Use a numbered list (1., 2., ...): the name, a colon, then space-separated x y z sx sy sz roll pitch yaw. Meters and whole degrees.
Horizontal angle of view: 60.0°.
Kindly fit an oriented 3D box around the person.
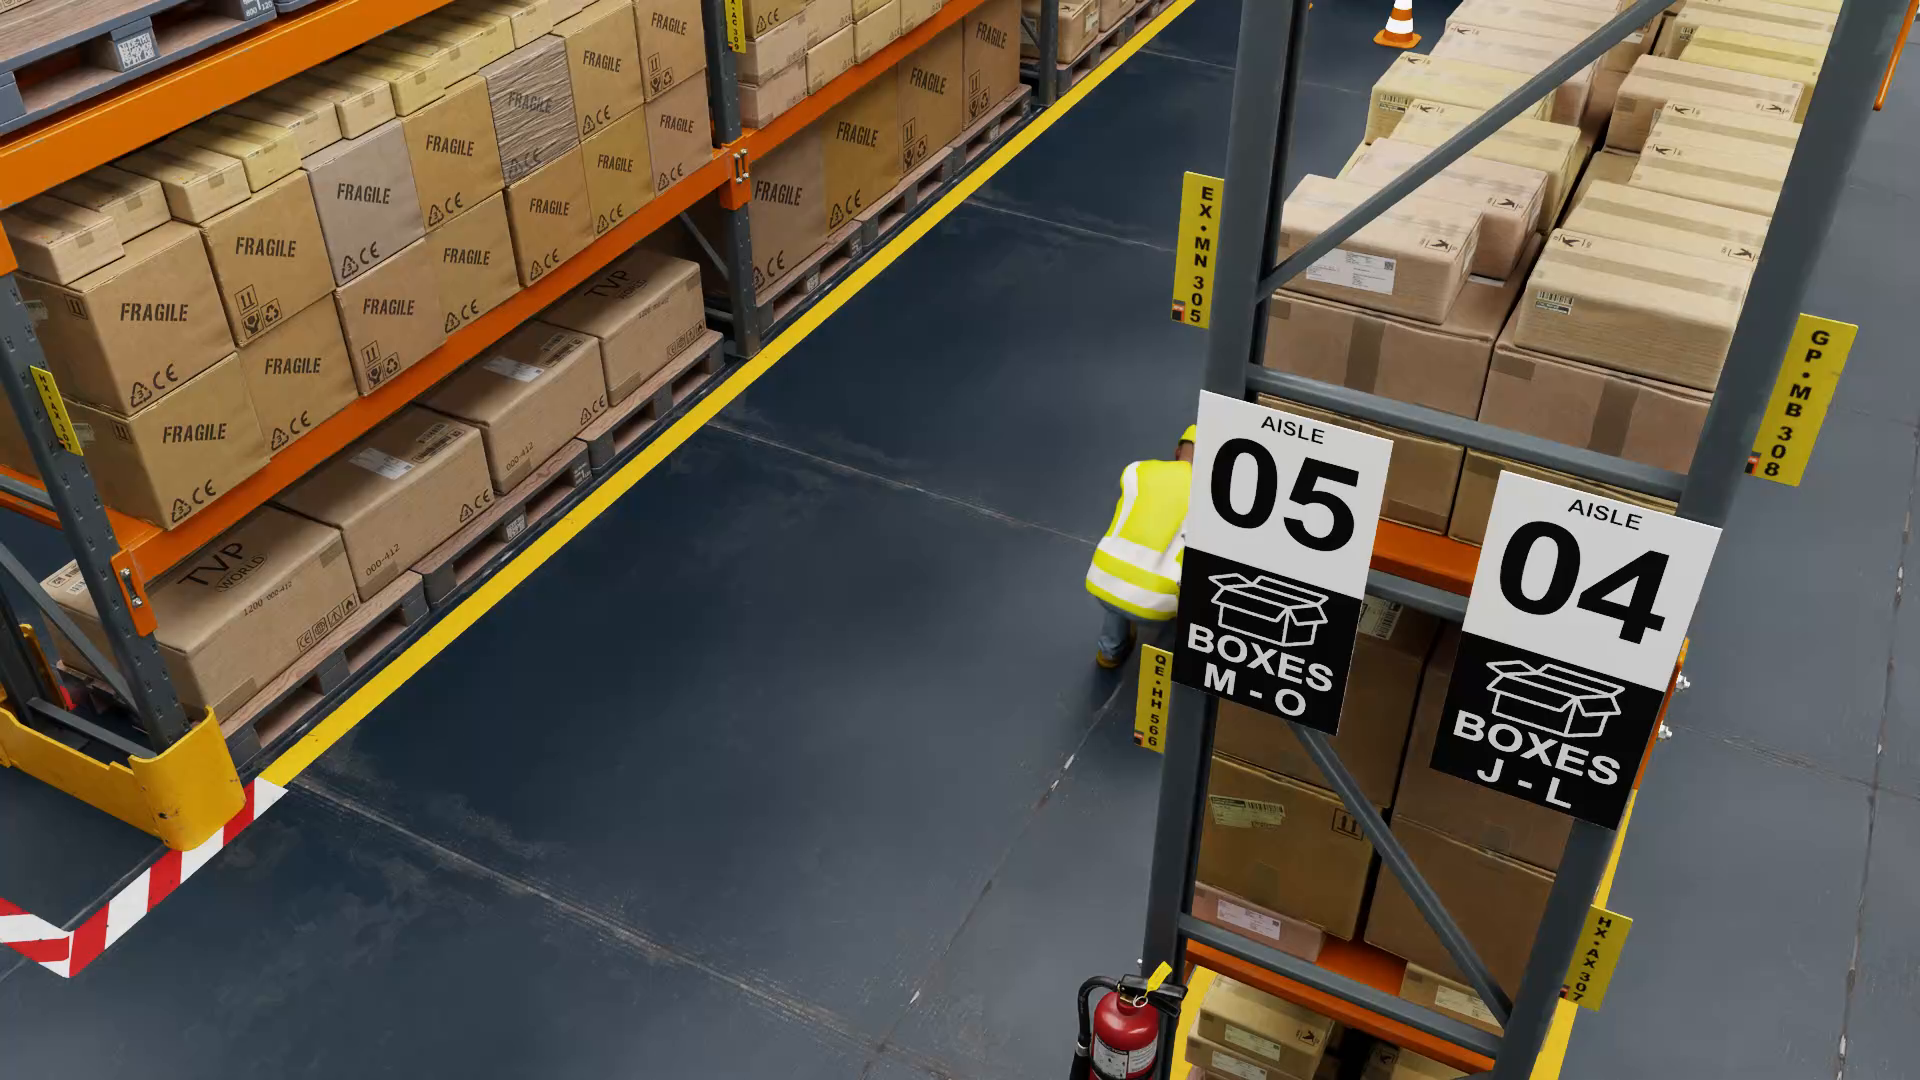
1. person: 0.883 0.074 7.257 0.535 1.011 0.916 23 43 27
